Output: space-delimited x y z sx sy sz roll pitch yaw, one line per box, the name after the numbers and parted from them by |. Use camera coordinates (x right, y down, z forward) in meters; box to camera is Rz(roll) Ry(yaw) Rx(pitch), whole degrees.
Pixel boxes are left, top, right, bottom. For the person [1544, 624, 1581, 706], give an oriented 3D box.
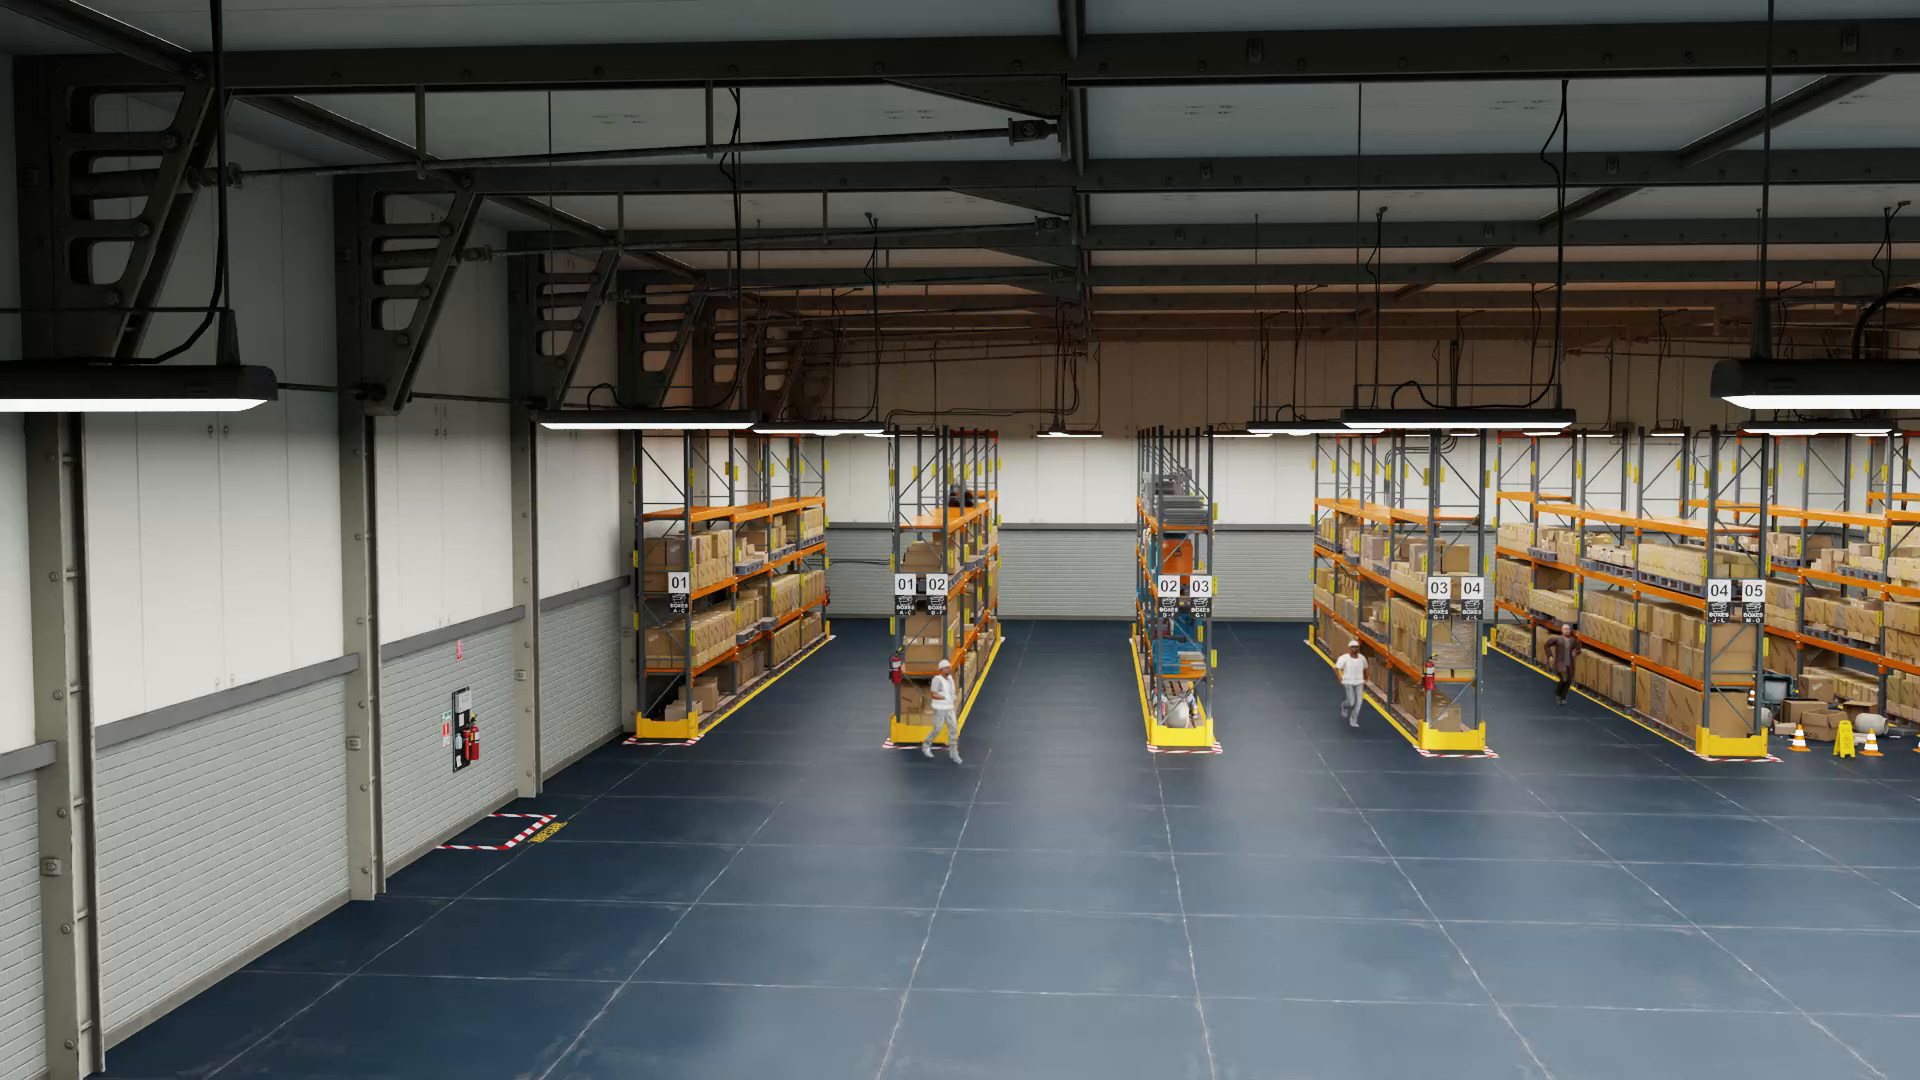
12.988 2.689 35.692 0.697 1.746 0.676 0 3 -5 | person

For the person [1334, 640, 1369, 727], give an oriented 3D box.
7.870 2.864 33.320 0.702 1.719 0.589 0 3 -7 | person

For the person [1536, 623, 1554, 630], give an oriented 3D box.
16.763 2.067 47.479 0.707 1.685 0.576 0 3 1 | person

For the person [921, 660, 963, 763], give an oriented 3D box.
-0.315 3.047 29.678 0.828 1.838 0.703 2 4 36 | person
